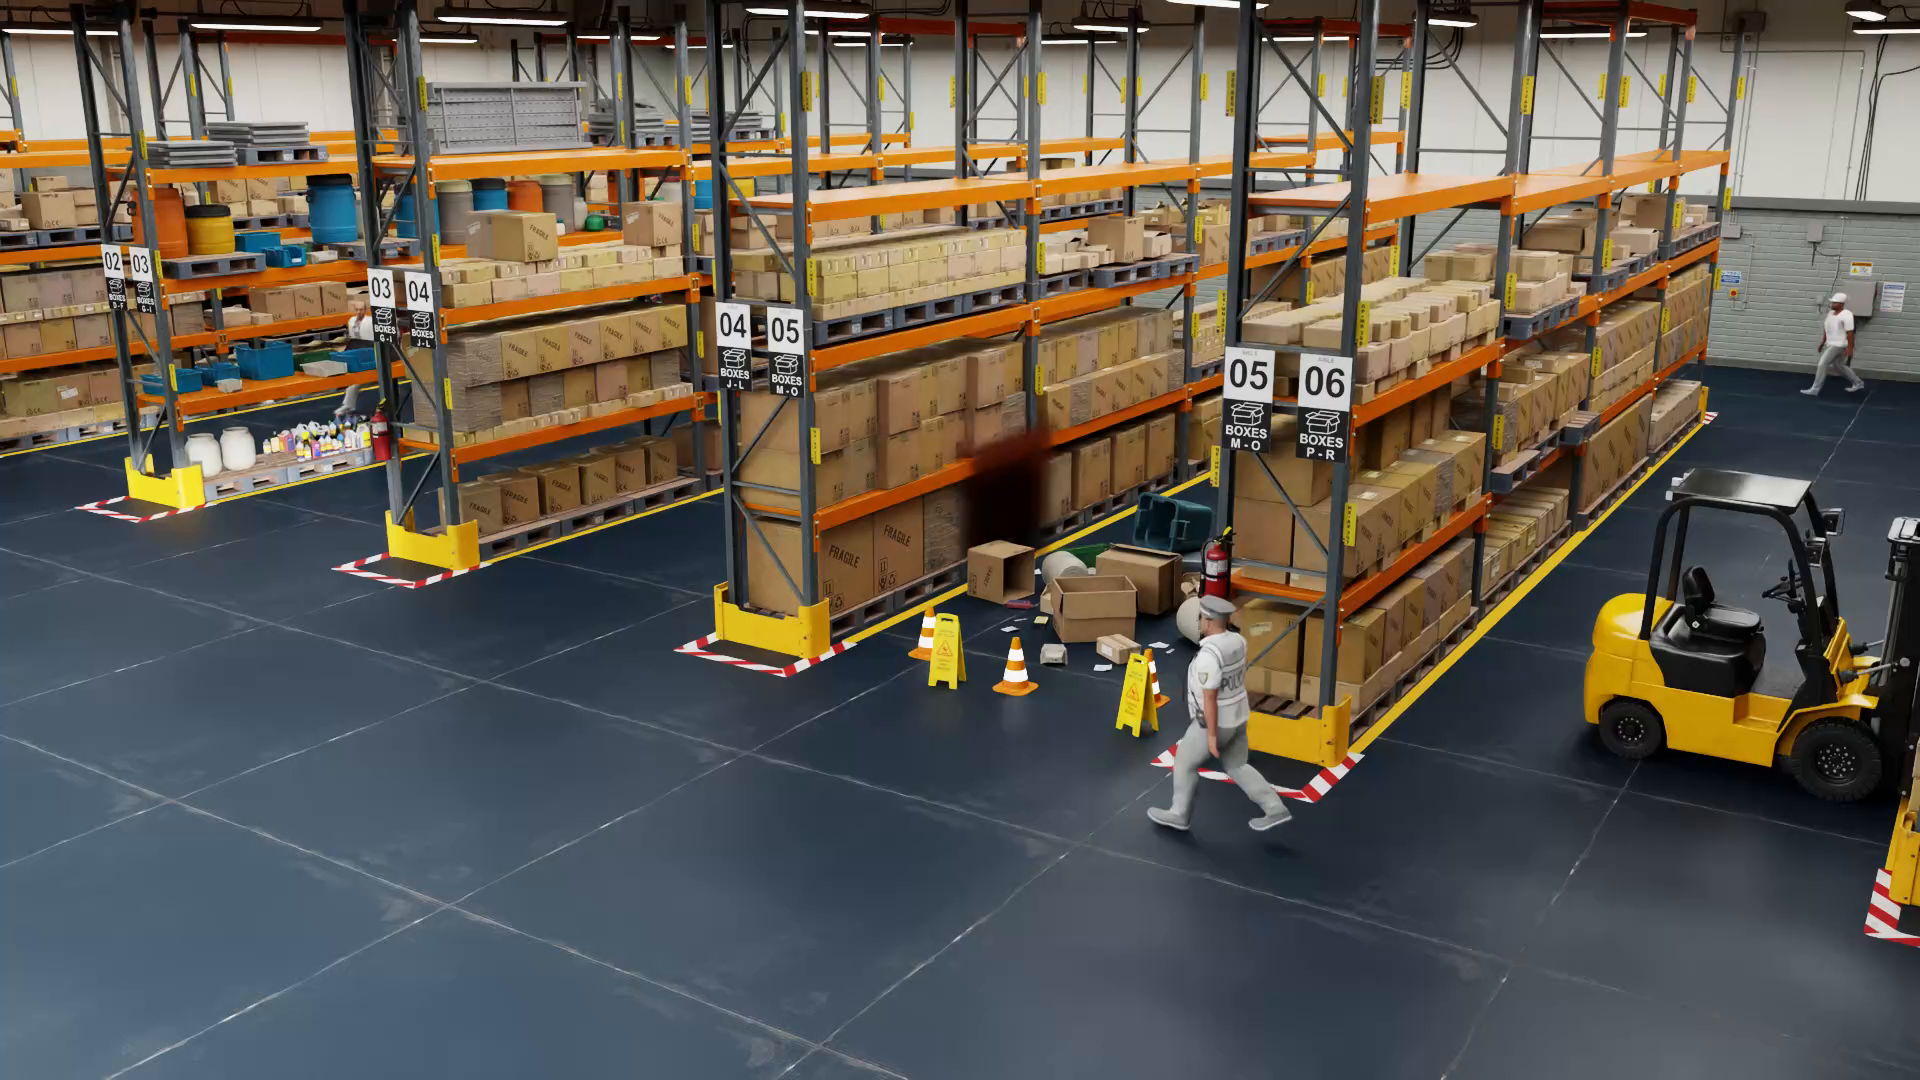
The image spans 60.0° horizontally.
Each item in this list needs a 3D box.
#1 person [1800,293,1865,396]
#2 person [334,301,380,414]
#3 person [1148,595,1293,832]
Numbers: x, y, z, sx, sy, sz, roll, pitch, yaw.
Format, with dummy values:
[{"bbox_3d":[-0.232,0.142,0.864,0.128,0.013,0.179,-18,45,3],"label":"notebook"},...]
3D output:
[{"bbox_3d":[14.613,-3.251,27.681,1.019,1.726,0.547,3,16,12],"label":"person"},{"bbox_3d":[-9.513,-2.928,26.431,0.710,1.729,1.099,7,17,22],"label":"person"},{"bbox_3d":[1.815,1.242,11.521,1.019,1.713,0.540,10,19,33],"label":"person"}]
